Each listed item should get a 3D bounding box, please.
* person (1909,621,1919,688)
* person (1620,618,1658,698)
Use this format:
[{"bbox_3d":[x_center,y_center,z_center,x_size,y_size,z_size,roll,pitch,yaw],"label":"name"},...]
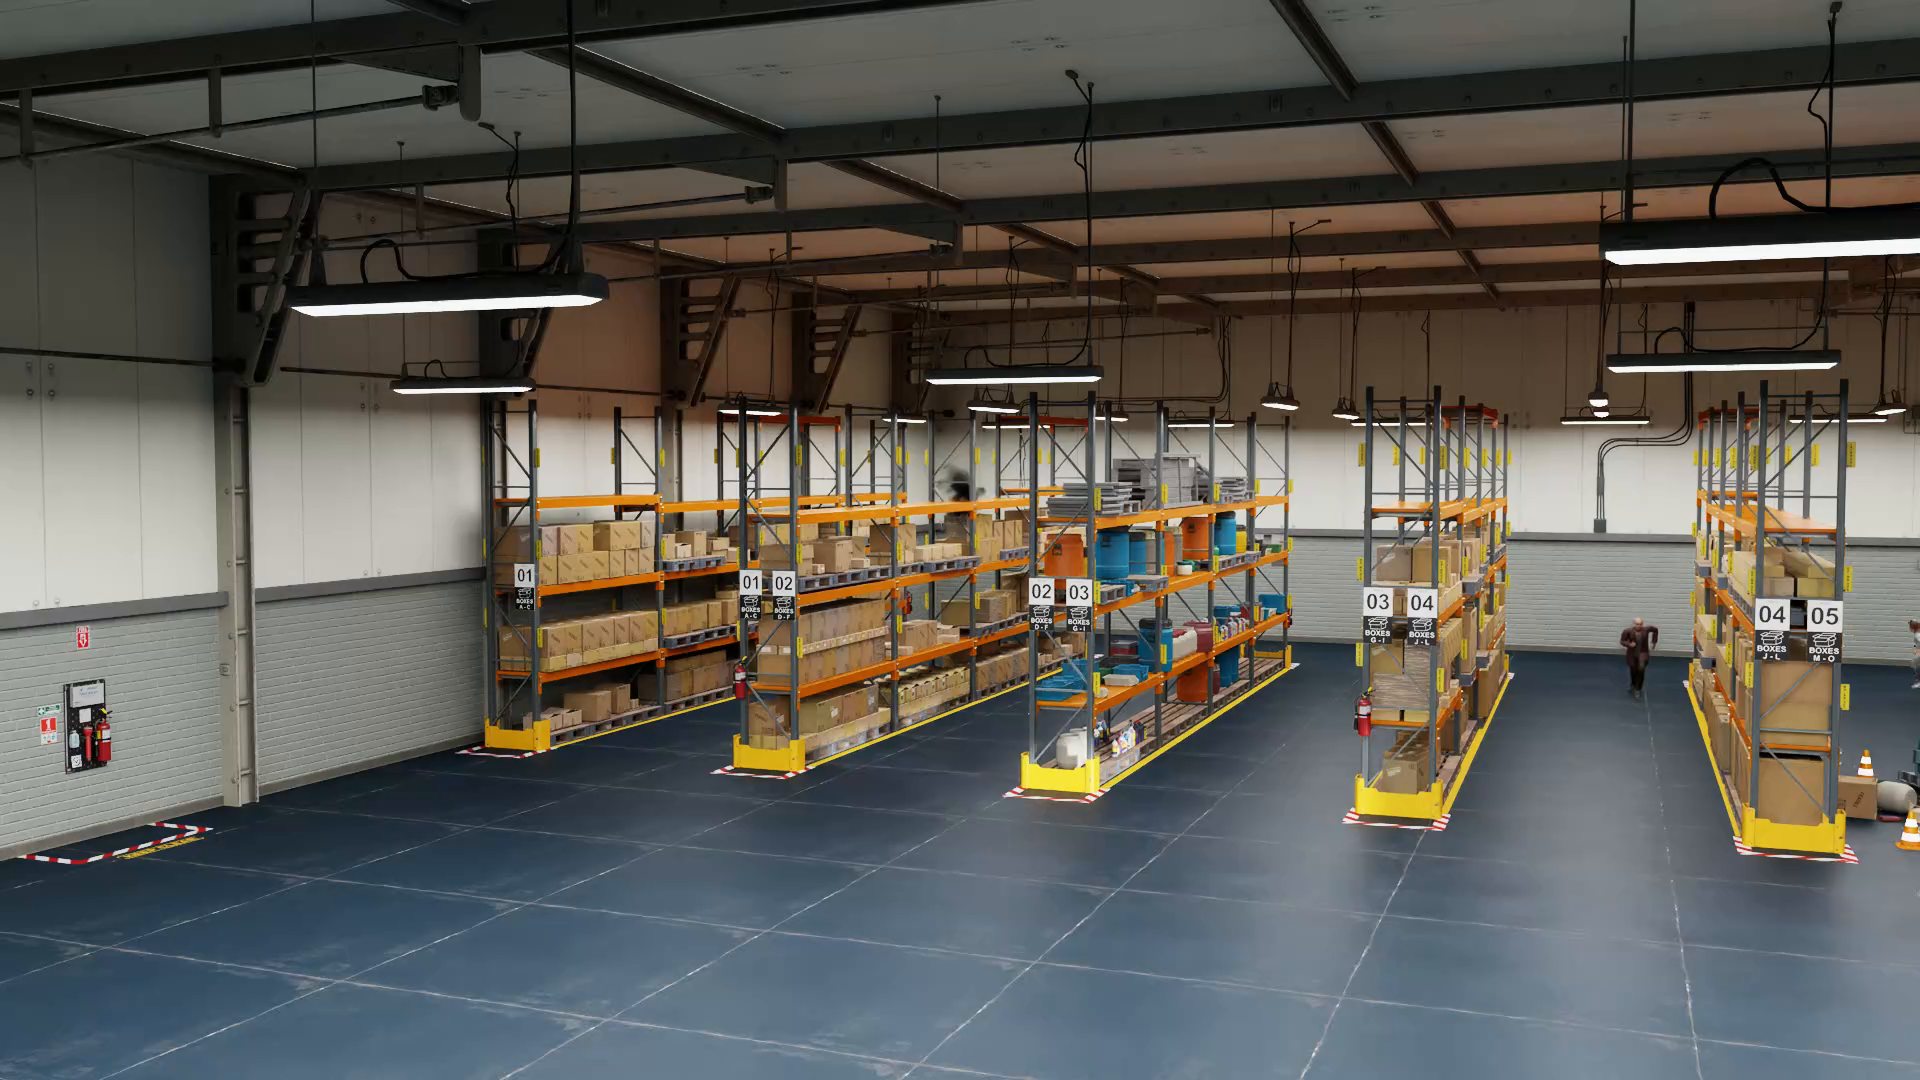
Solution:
[{"bbox_3d":[21.019,2.504,35.959,0.891,1.466,0.535,2,3,30],"label":"person"},{"bbox_3d":[14.257,2.467,34.963,0.750,1.732,1.077,1,3,19],"label":"person"}]
